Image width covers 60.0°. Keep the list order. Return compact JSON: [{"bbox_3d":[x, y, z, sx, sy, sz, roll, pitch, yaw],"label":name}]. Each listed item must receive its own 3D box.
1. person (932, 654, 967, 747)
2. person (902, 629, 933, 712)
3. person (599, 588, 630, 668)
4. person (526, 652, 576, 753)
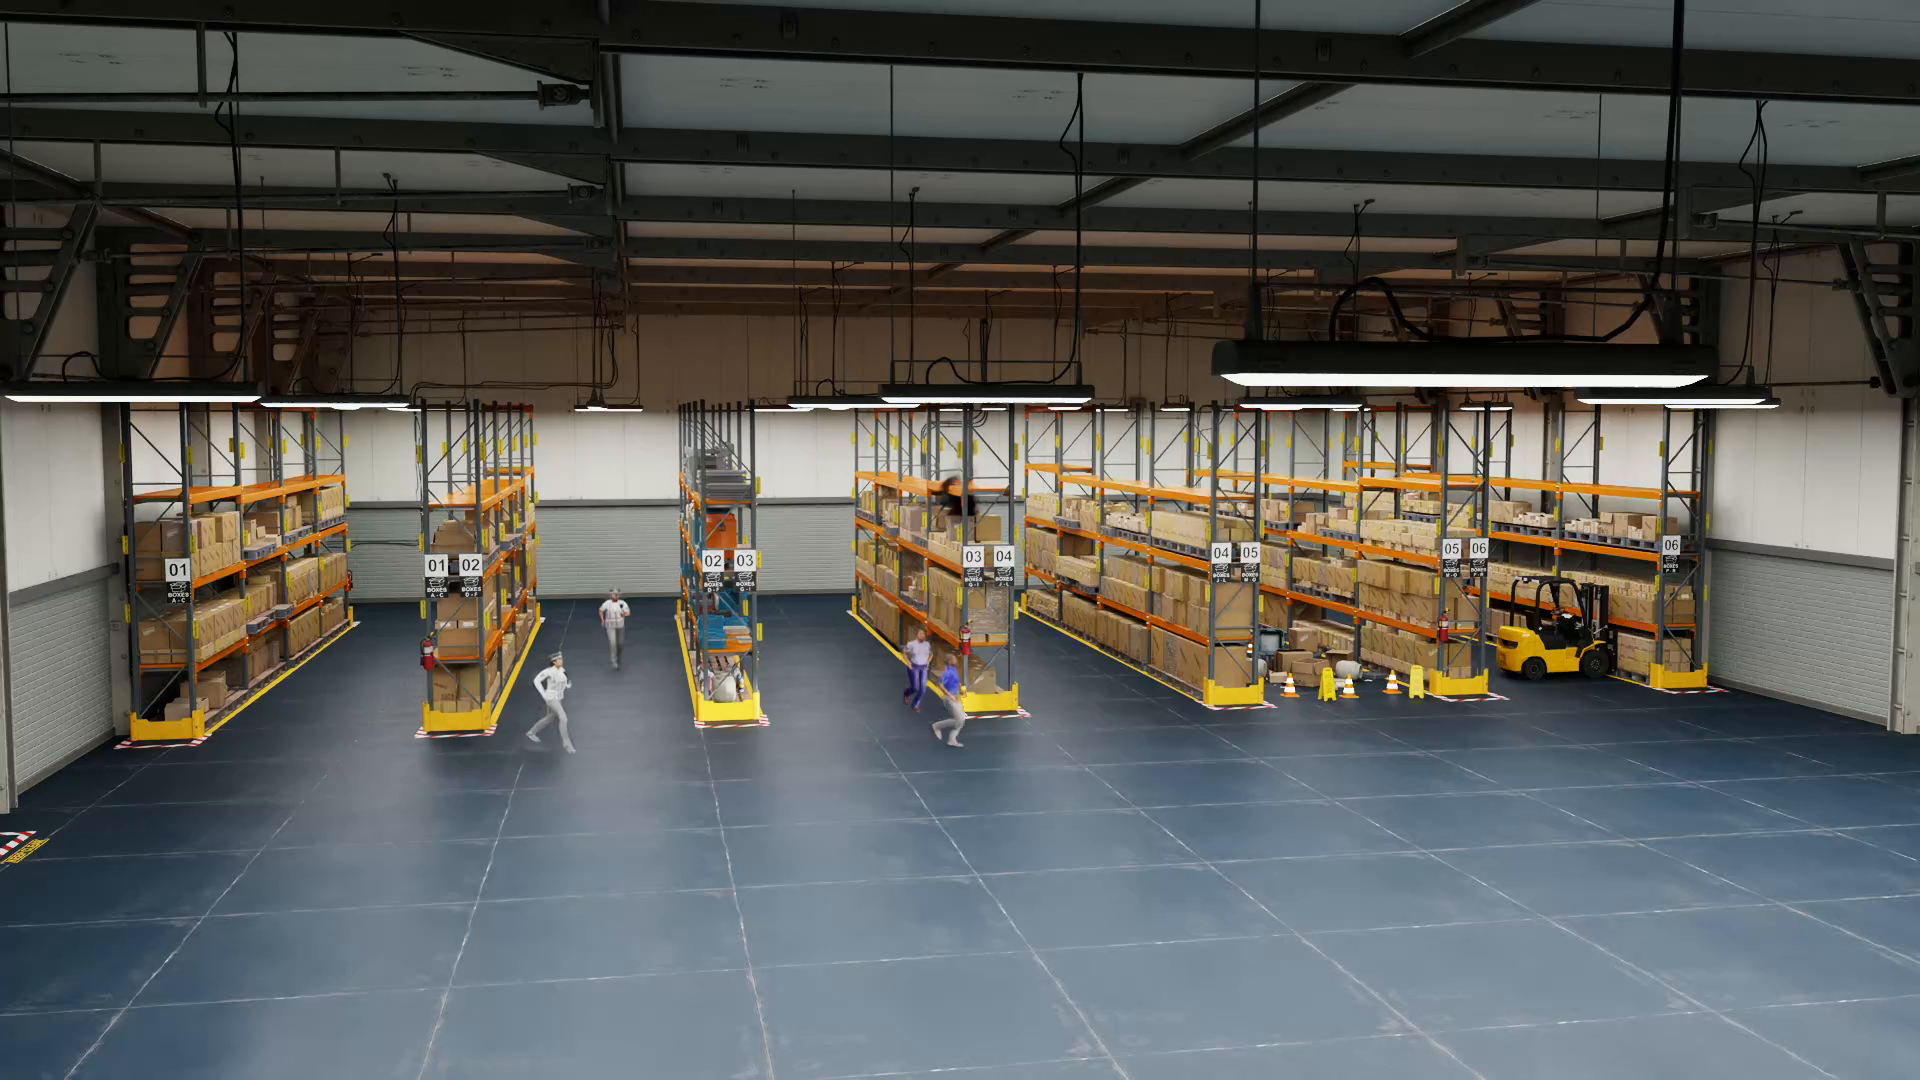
[{"bbox_3d":[-0.179,2.769,28.721,0.564,1.607,0.576,1,4,12],"label":"person"},{"bbox_3d":[-0.803,2.514,32.164,0.603,1.612,0.544,-2,5,-24],"label":"person"},{"bbox_3d":[-7.822,1.966,37.750,0.662,1.768,0.989,-2,5,-23],"label":"person"},{"bbox_3d":[-6.954,2.761,28.361,0.948,1.750,0.563,1,4,12],"label":"person"}]
